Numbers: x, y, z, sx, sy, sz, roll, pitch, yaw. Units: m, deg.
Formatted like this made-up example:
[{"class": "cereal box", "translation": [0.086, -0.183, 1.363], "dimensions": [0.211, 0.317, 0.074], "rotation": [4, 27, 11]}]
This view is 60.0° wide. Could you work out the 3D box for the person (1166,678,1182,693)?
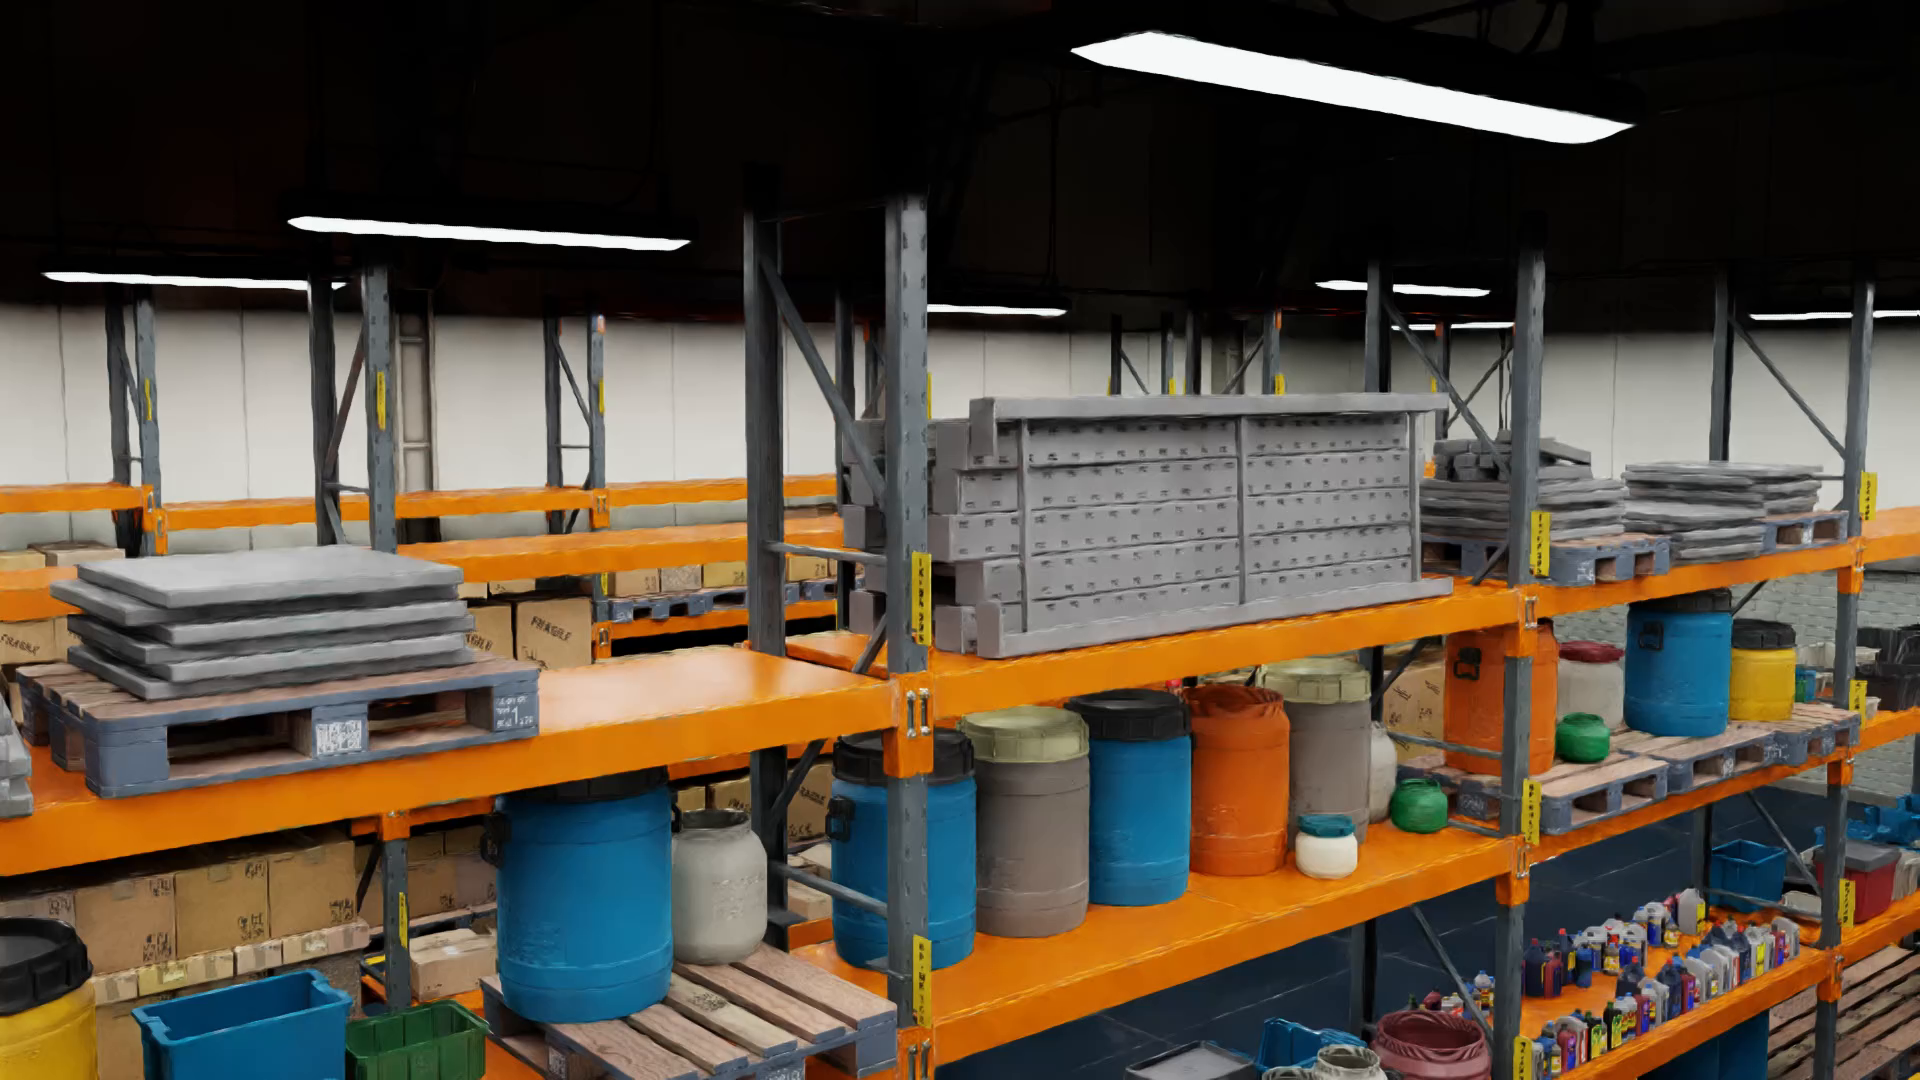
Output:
[{"class": "person", "translation": [2.472, 2.427, 18.992], "dimensions": [0.397, 1.788, 0.647], "rotation": [5, 7, 40]}]
